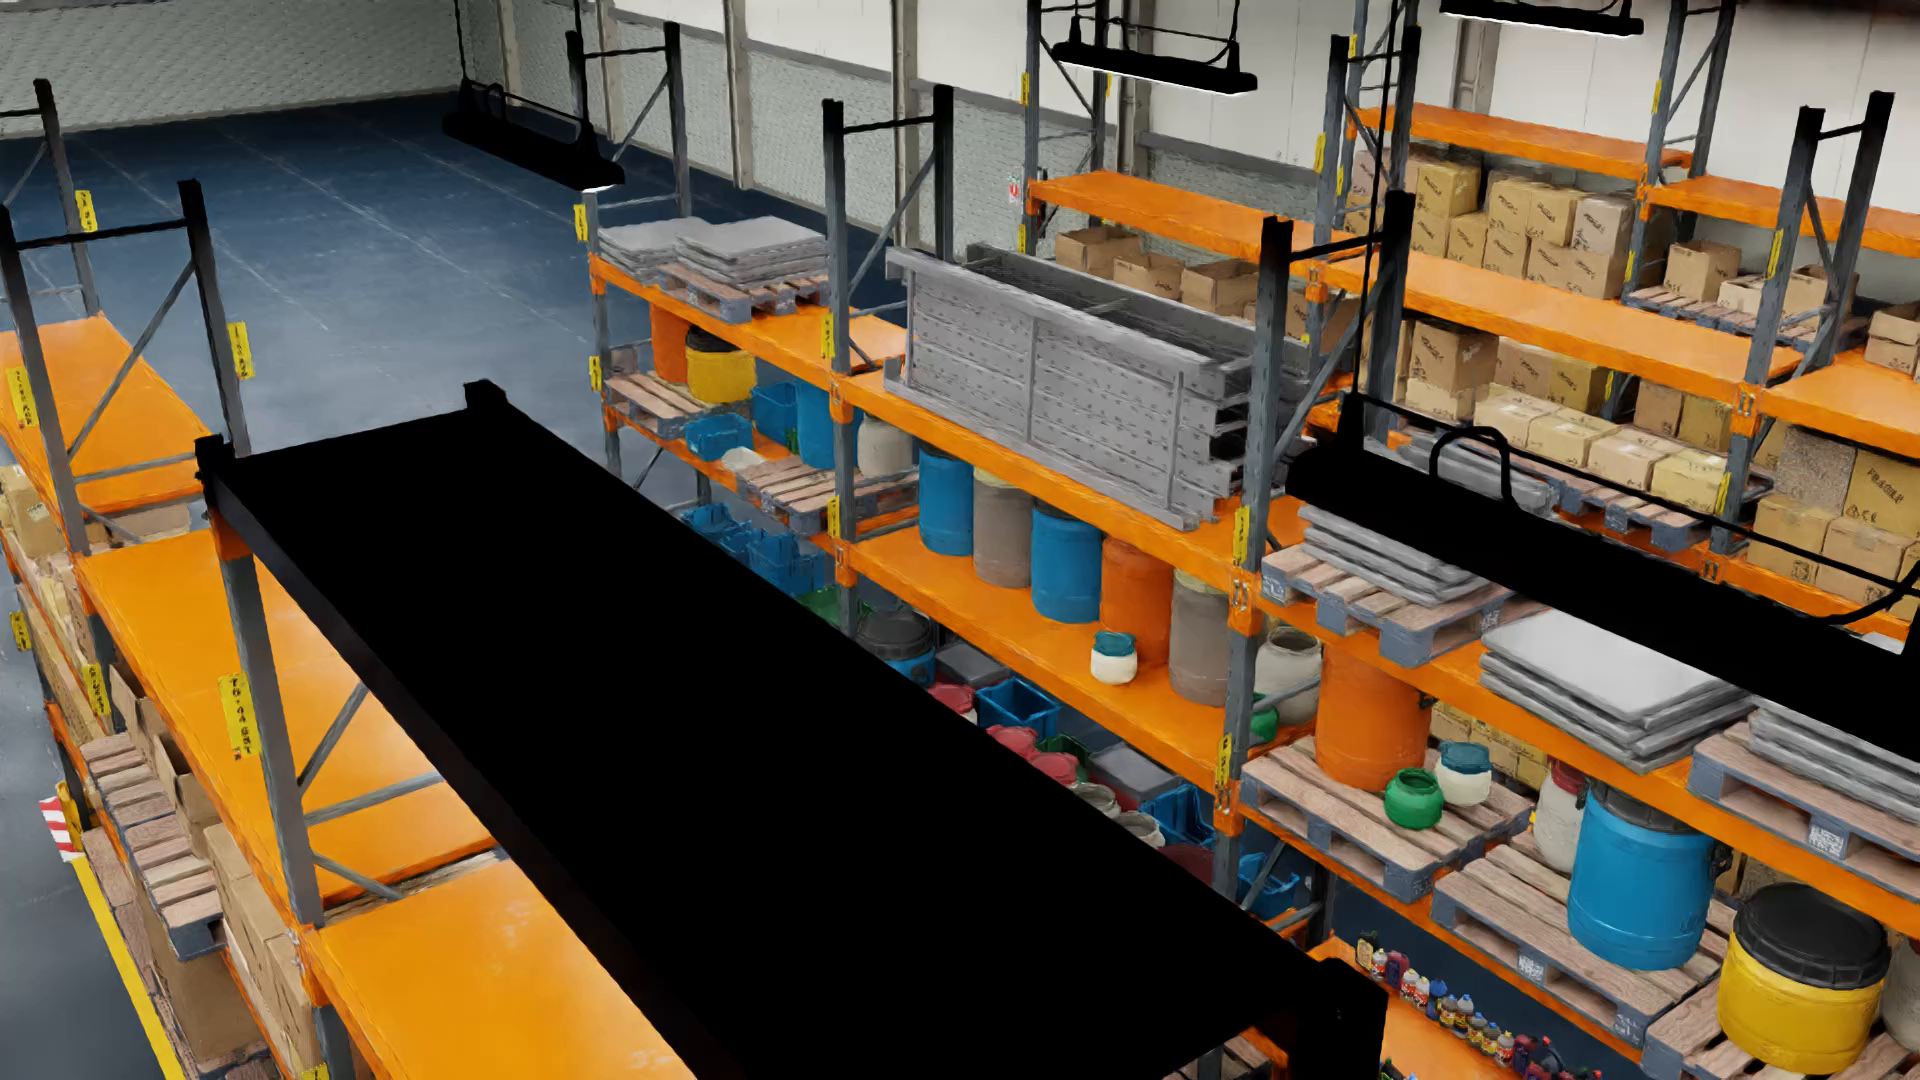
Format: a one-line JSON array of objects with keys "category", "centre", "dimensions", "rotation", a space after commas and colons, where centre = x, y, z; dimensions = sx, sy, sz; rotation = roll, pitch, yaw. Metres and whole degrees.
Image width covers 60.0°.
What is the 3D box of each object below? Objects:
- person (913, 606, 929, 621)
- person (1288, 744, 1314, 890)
[{"category": "person", "centre": [-0.130, 0.242, 16.404], "dimensions": [0.846, 1.723, 0.692], "rotation": [17, 30, 32]}, {"category": "person", "centre": [2.707, 1.864, 12.981], "dimensions": [0.482, 1.621, 0.997], "rotation": [-13, 28, -25]}]
